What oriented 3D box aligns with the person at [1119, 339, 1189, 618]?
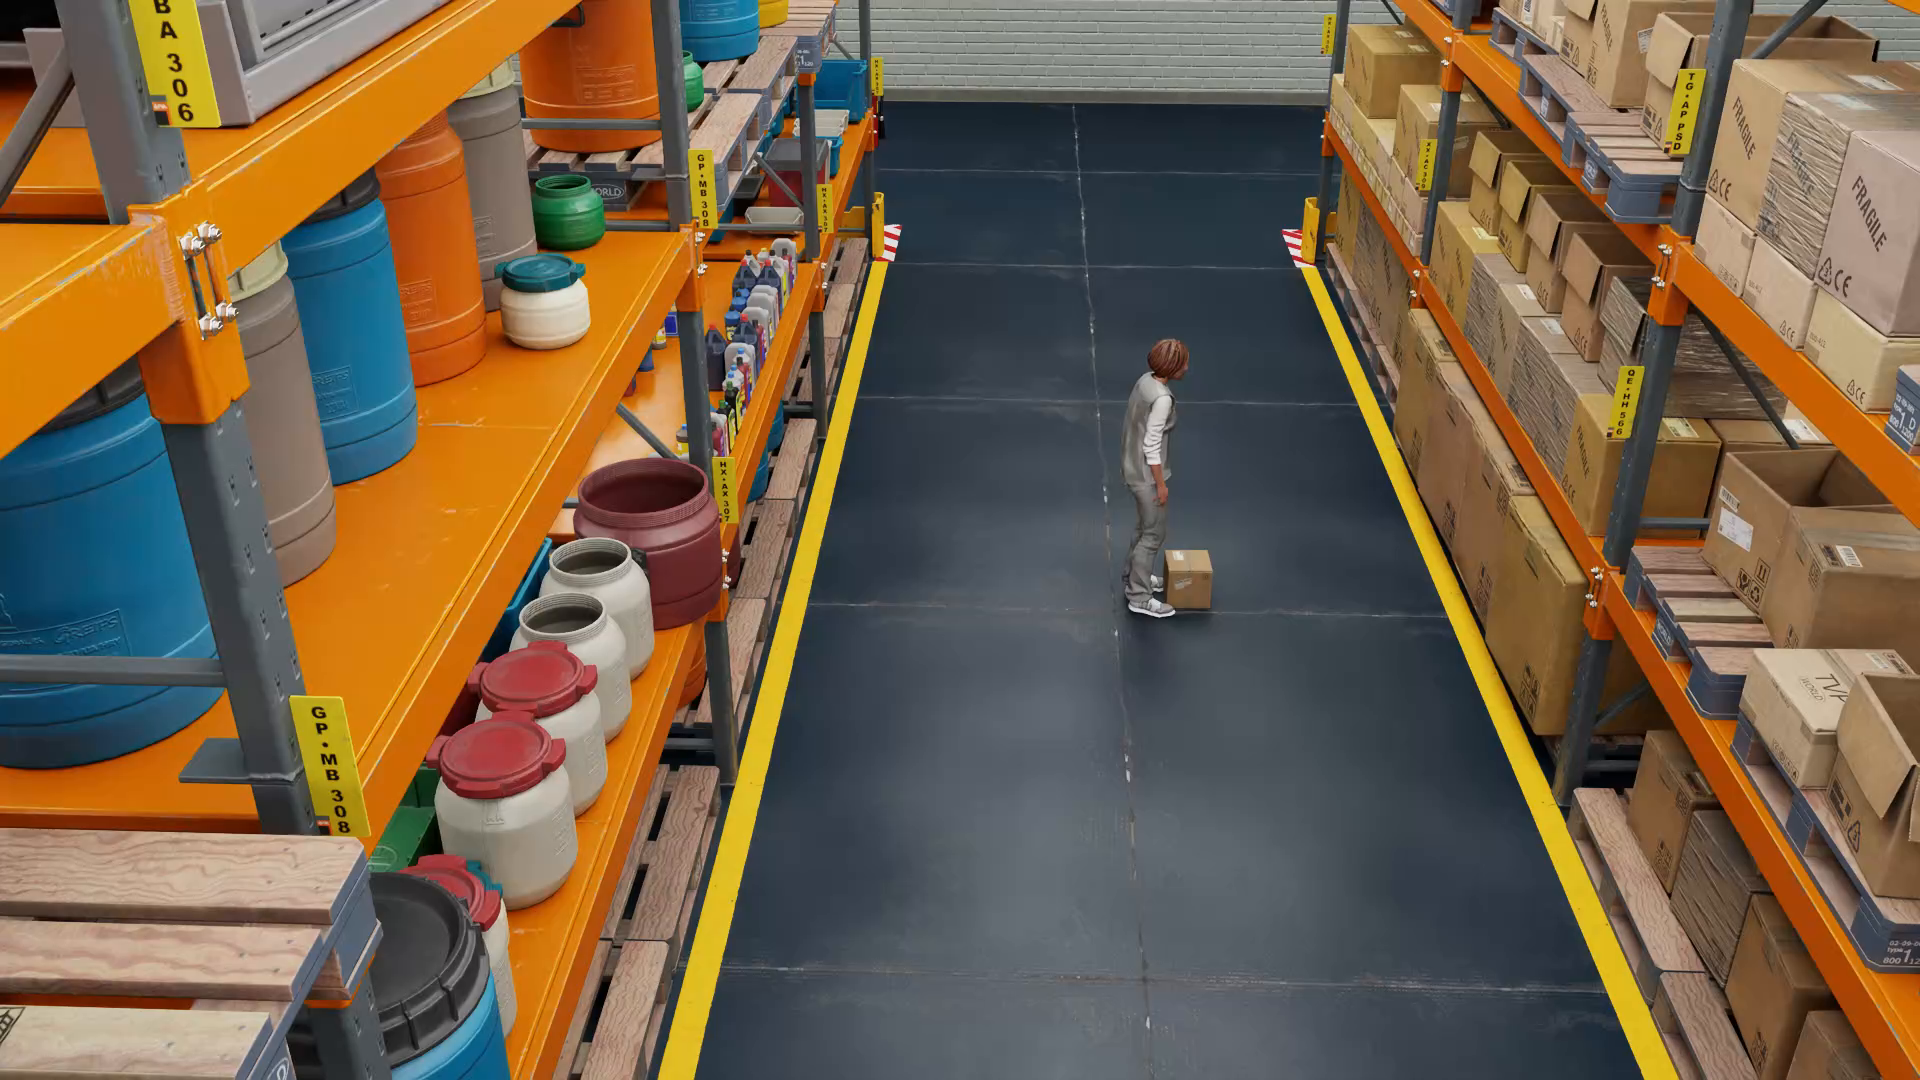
[{"bbox_3d":[1.069,-0.366,9.312,0.345,1.593,0.485,-1,28,-1],"label":"person"}]
